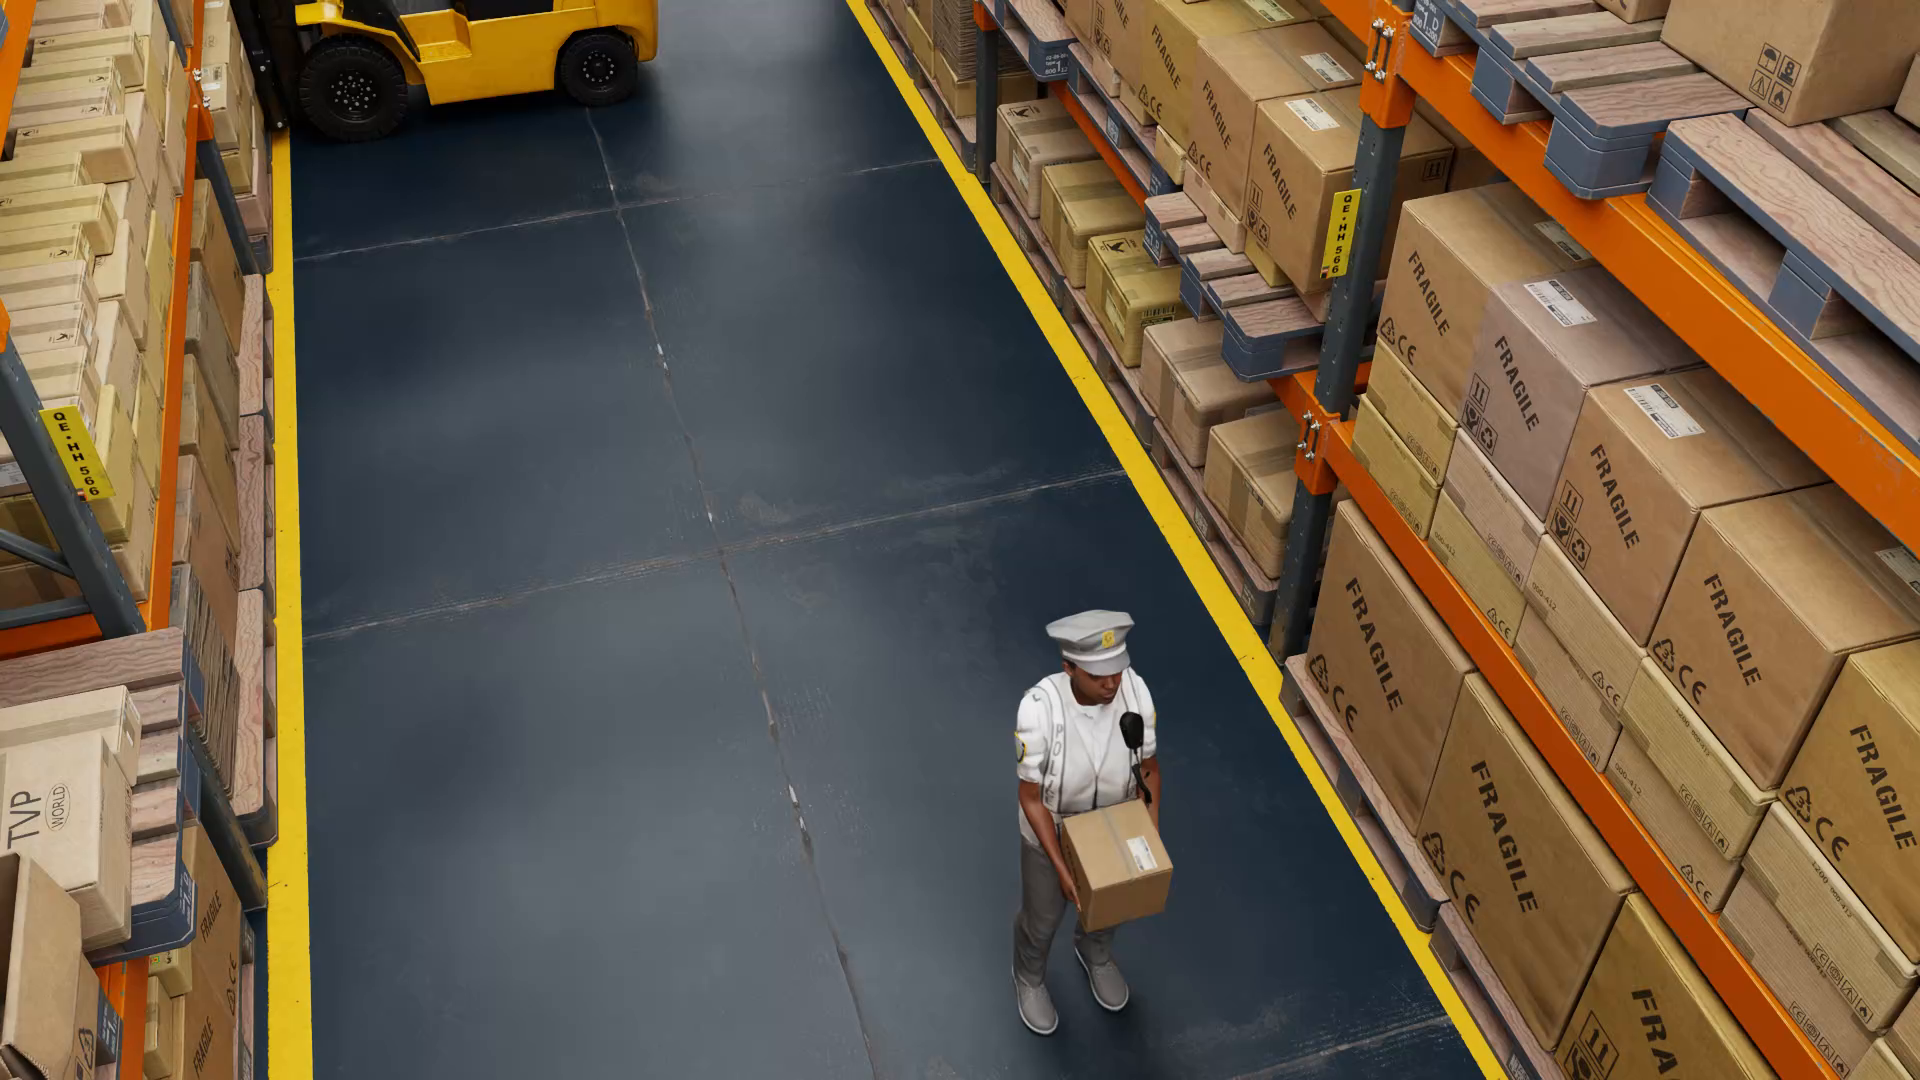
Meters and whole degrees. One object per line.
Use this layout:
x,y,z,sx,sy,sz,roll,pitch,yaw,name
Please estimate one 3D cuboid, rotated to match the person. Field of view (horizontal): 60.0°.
0.402,0.918,5.130,0.456,1.699,0.528,-12,44,-13,person
